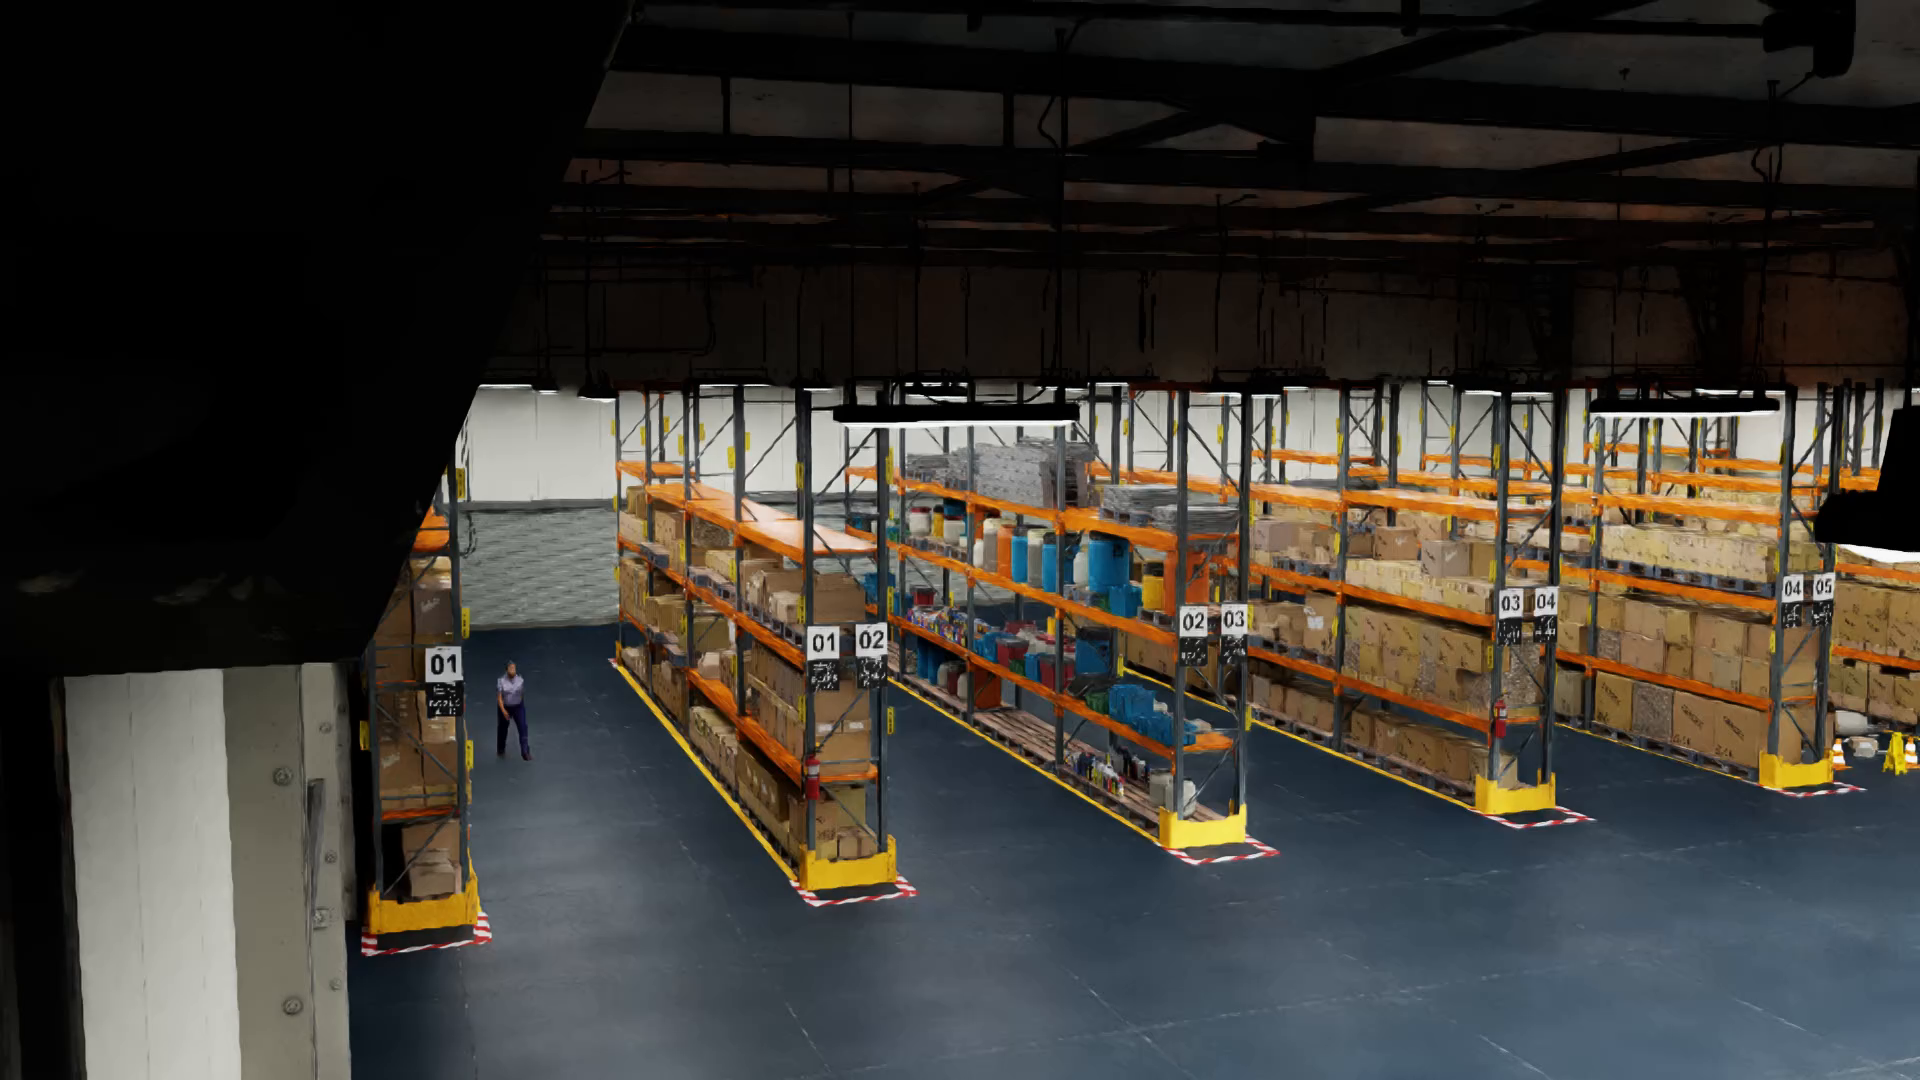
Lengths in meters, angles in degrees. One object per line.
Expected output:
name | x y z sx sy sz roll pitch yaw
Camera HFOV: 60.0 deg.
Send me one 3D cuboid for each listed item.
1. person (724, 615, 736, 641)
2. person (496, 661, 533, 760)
person | -4.926 1.802 34.684 0.553 1.709 1.123 -2 6 -17
person | -7.203 2.721 26.678 0.478 1.567 0.999 -3 7 -27
